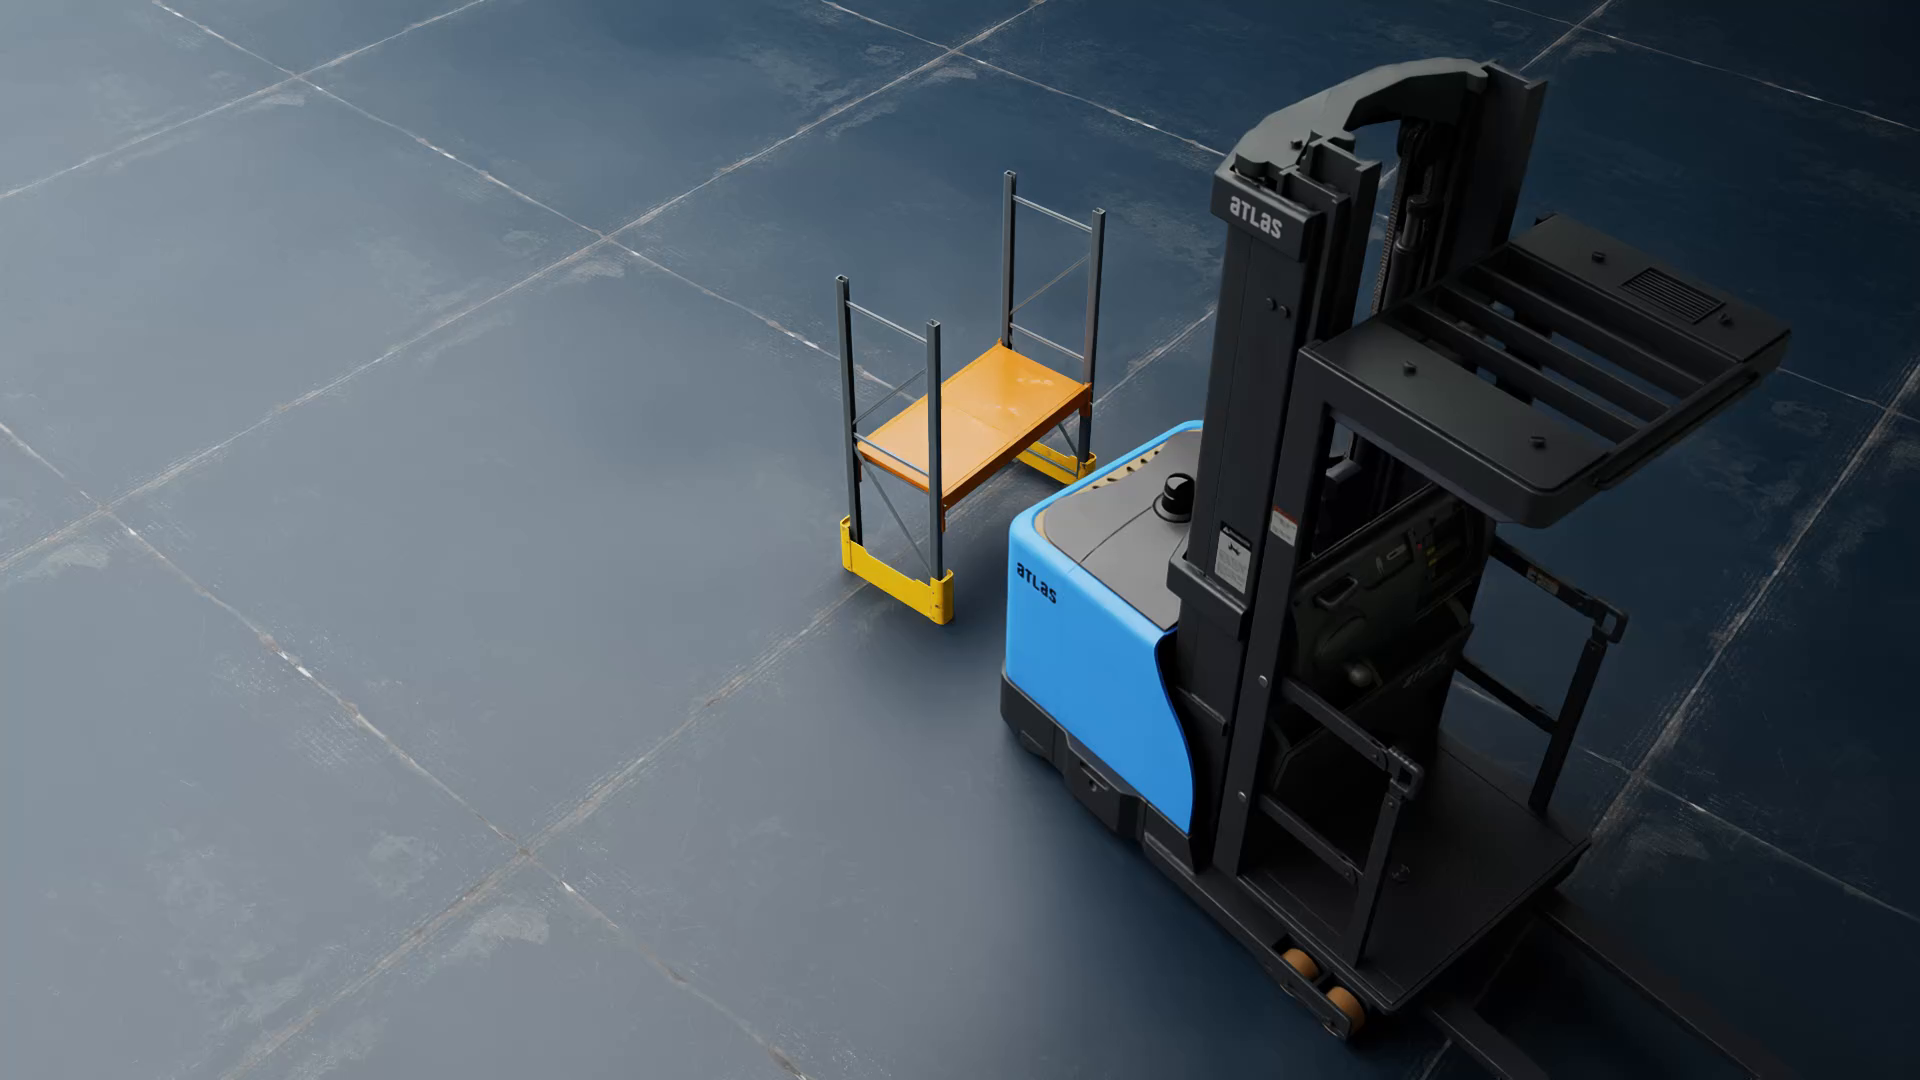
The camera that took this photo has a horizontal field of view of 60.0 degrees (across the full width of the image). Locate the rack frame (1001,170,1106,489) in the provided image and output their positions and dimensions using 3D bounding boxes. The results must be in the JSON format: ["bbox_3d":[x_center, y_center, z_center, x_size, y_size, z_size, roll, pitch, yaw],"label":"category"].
[{"bbox_3d":[0.382,-0.861,7.264,0.500,1.500,0.032,29,50,28],"label":"rack frame"}]

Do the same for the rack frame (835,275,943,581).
[{"bbox_3d":[-0.272,-0.337,6.688,0.500,1.500,0.032,29,50,28],"label":"rack frame"}]

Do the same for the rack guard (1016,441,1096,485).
[{"bbox_3d":[0.370,-0.388,7.673,0.587,0.250,0.087,29,50,28],"label":"rack guard"}]

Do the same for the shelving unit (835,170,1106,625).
[{"bbox_3d":[0.049,-0.594,6.971,0.587,1.500,1.083,29,50,28],"label":"shelving unit"}]

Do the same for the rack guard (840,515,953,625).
[{"bbox_3d":[-0.271,0.125,7.109,0.587,0.250,0.087,29,50,28],"label":"rack guard"}]

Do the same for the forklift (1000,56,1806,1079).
[{"bbox_3d":[1.482,0.197,5.037,1.130,2.935,3.031,-29,50,-28],"label":"forklift"}]

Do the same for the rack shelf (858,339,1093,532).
[{"bbox_3d":[0.055,-0.466,7.097,0.538,0.185,1.000,29,50,28],"label":"rack shelf"}]
